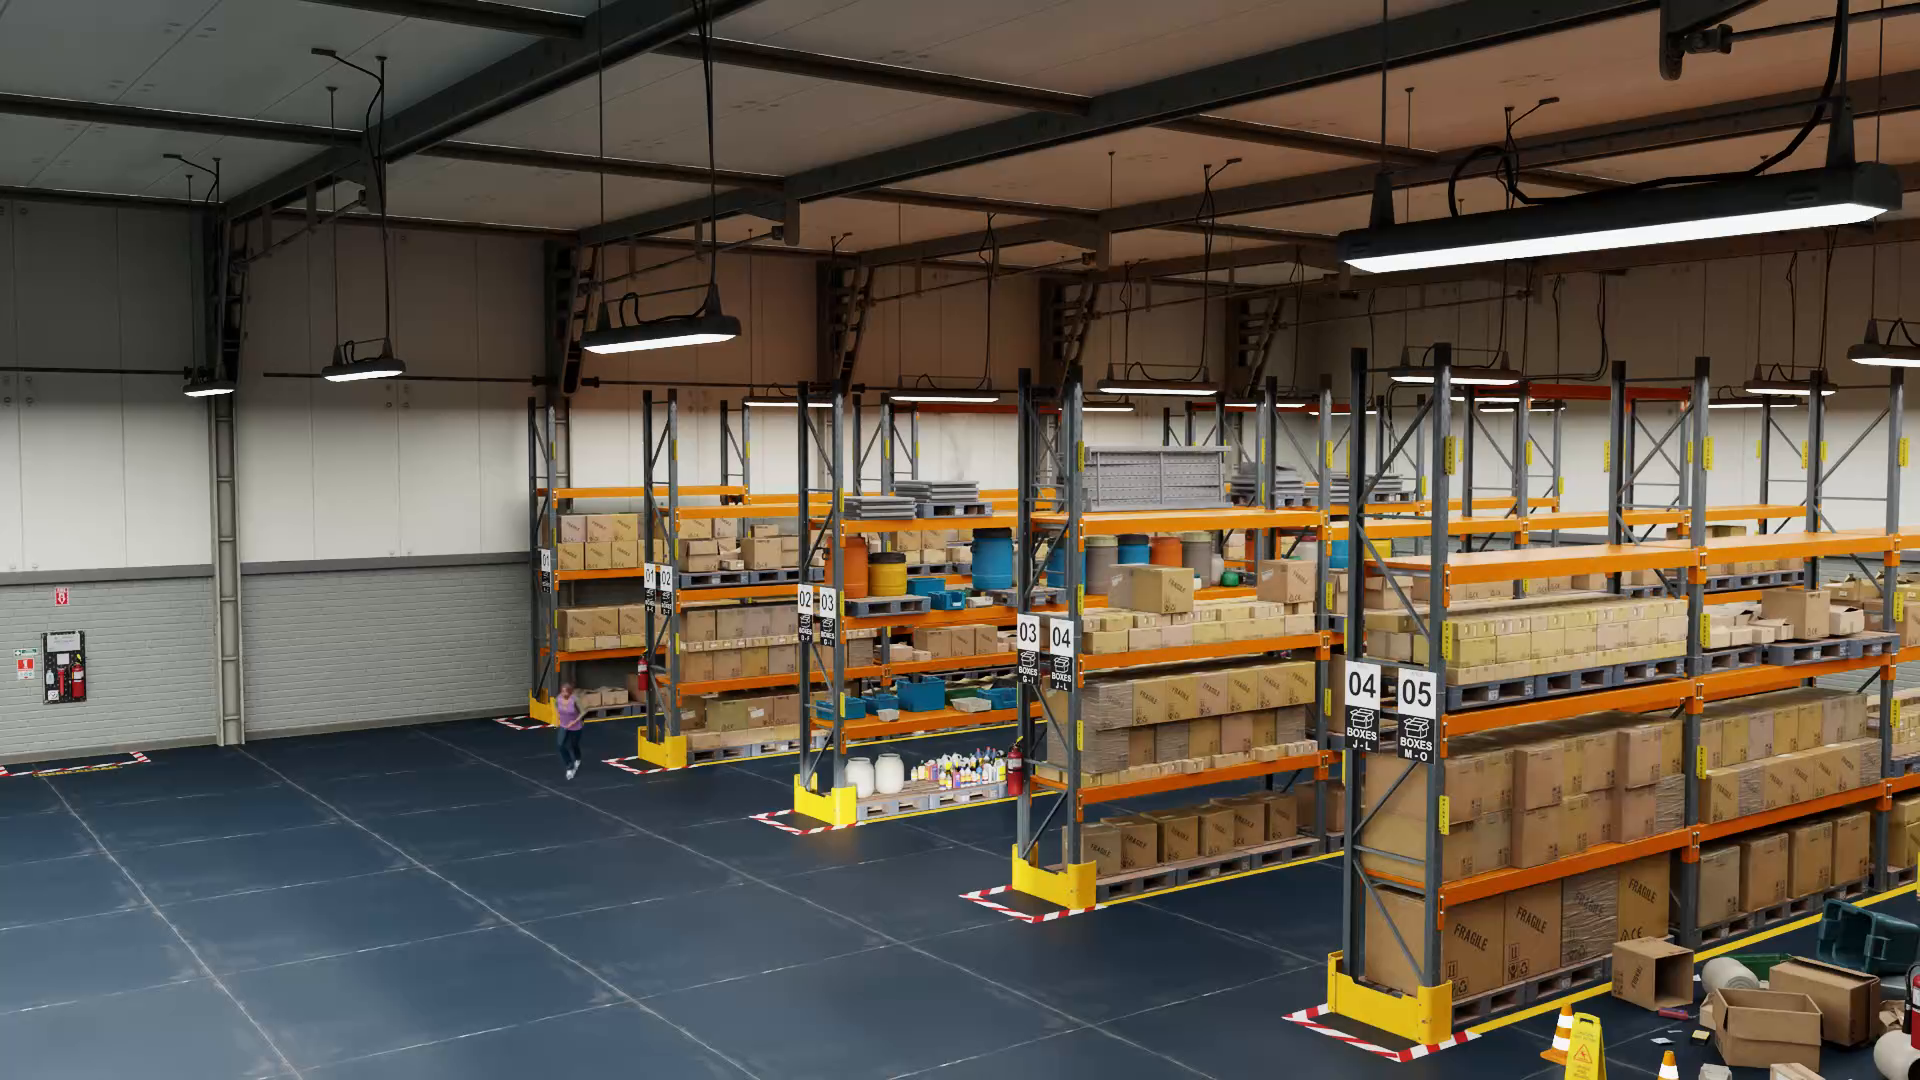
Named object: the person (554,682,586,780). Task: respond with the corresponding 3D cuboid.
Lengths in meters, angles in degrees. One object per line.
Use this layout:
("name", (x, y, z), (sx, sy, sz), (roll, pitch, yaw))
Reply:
("person", (-6.002, 2.903, 25.766), (0.527, 1.497, 0.889), (0, 3, 5))
